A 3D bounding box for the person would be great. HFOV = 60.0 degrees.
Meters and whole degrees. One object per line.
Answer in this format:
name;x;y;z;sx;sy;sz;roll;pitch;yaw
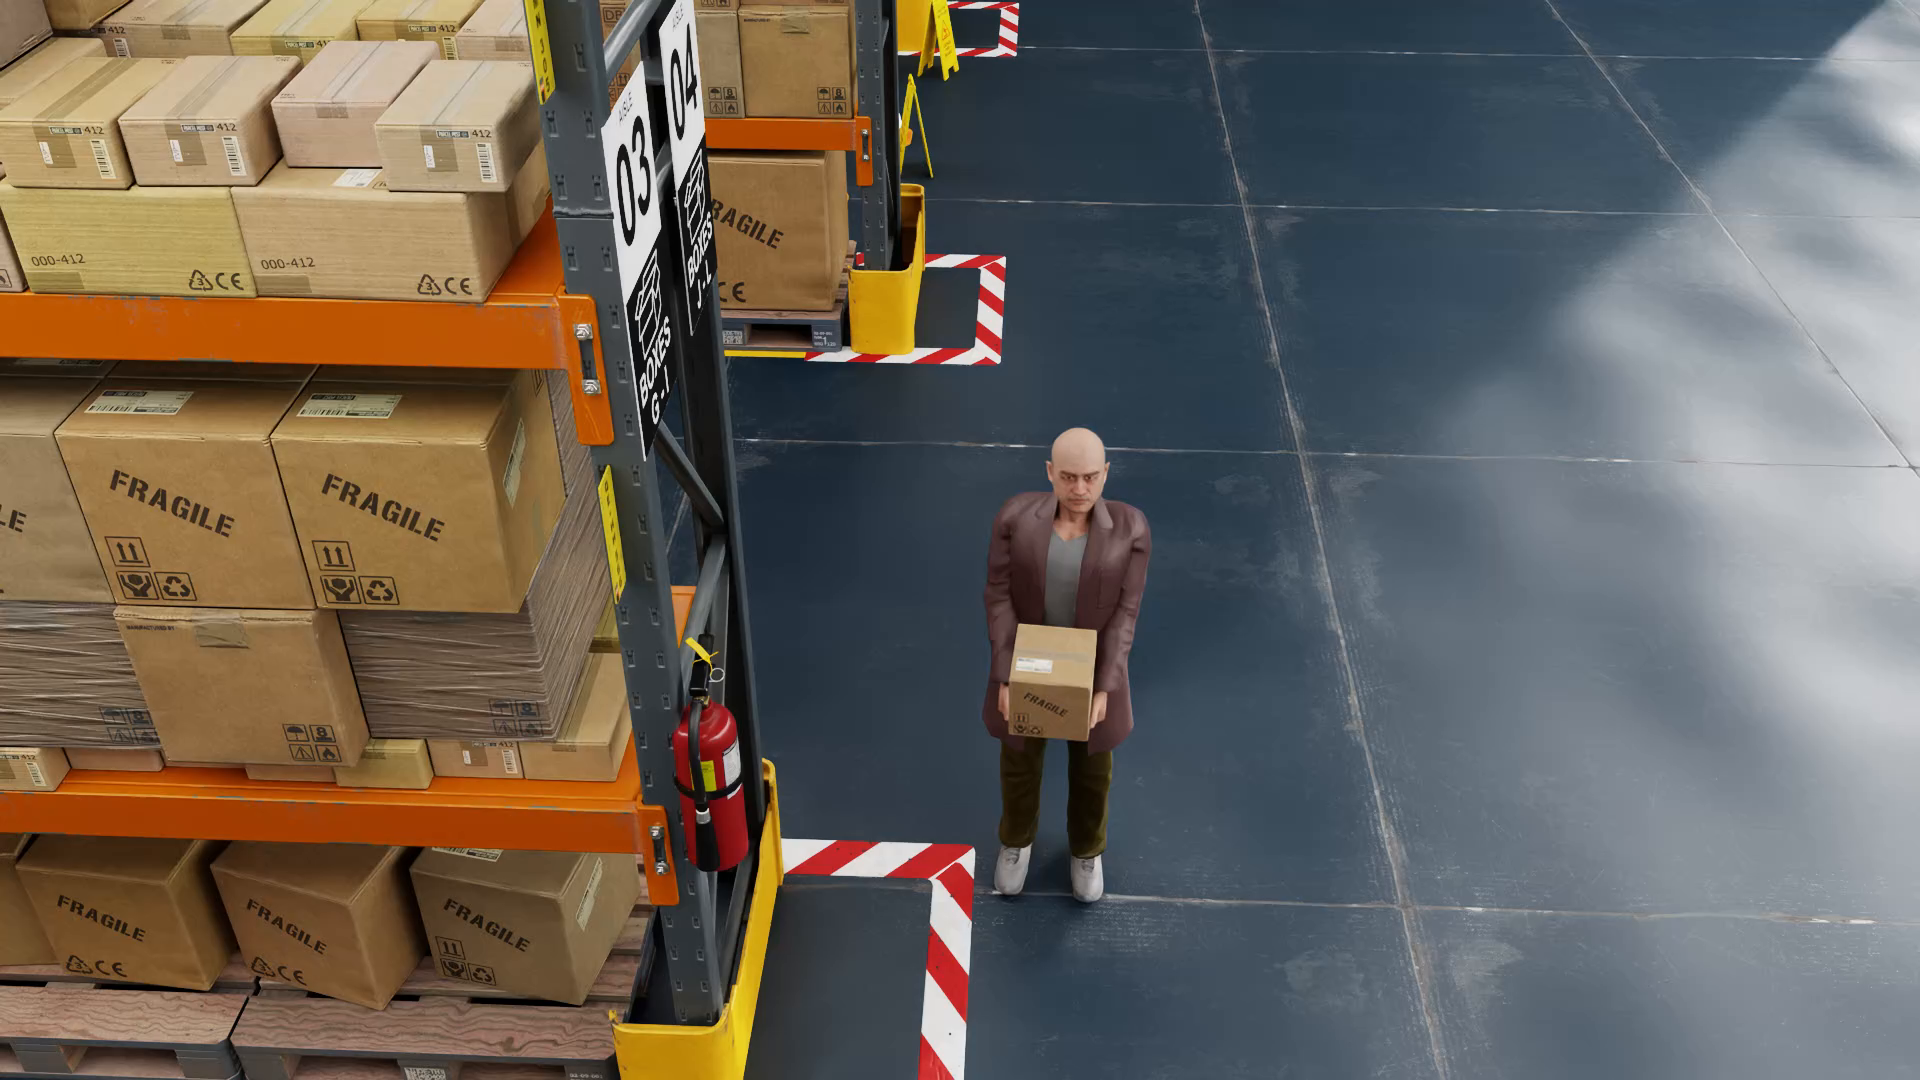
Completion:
person;0.326;0.494;5.464;0.529;1.770;0.563;5;35;7
